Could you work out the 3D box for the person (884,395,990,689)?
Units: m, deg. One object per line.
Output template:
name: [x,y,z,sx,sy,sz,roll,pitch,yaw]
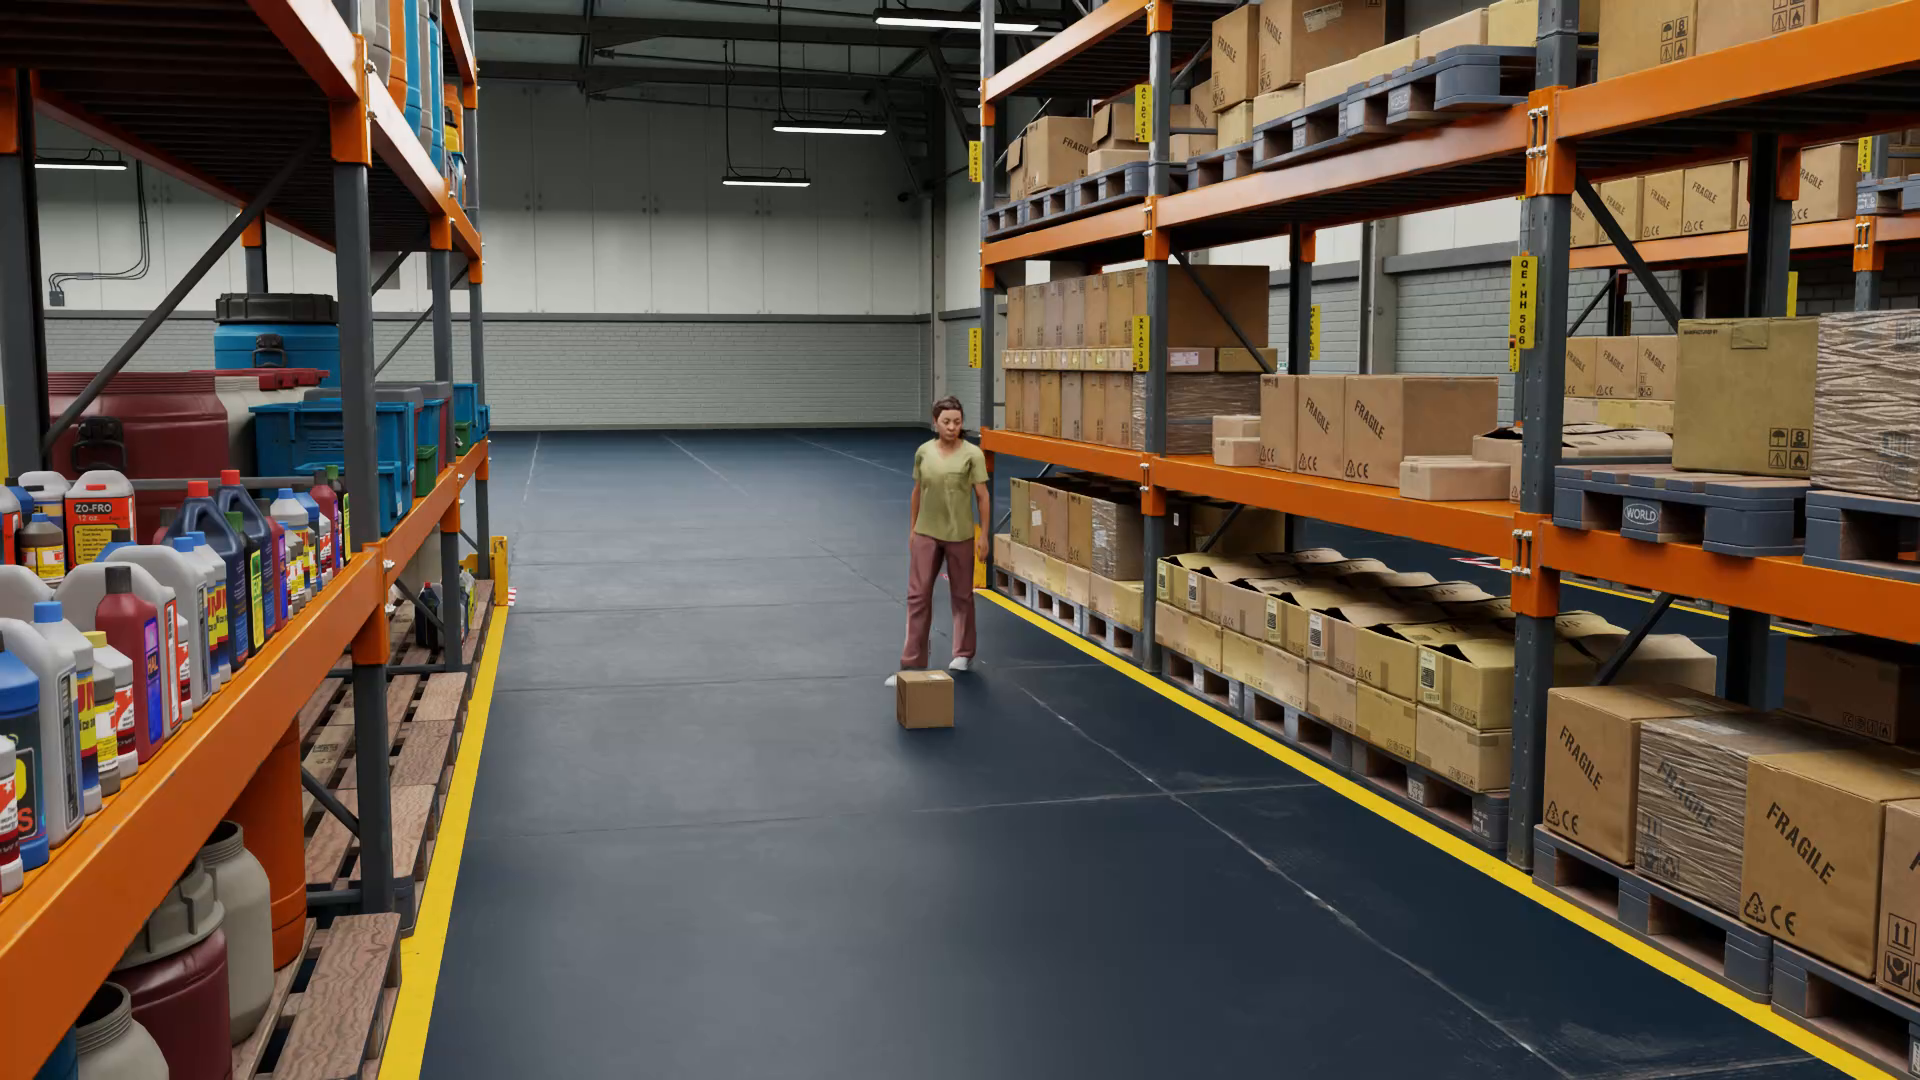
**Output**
person: [-0.100,-0.006,9.738,0.548,1.679,0.710,1,6,13]
